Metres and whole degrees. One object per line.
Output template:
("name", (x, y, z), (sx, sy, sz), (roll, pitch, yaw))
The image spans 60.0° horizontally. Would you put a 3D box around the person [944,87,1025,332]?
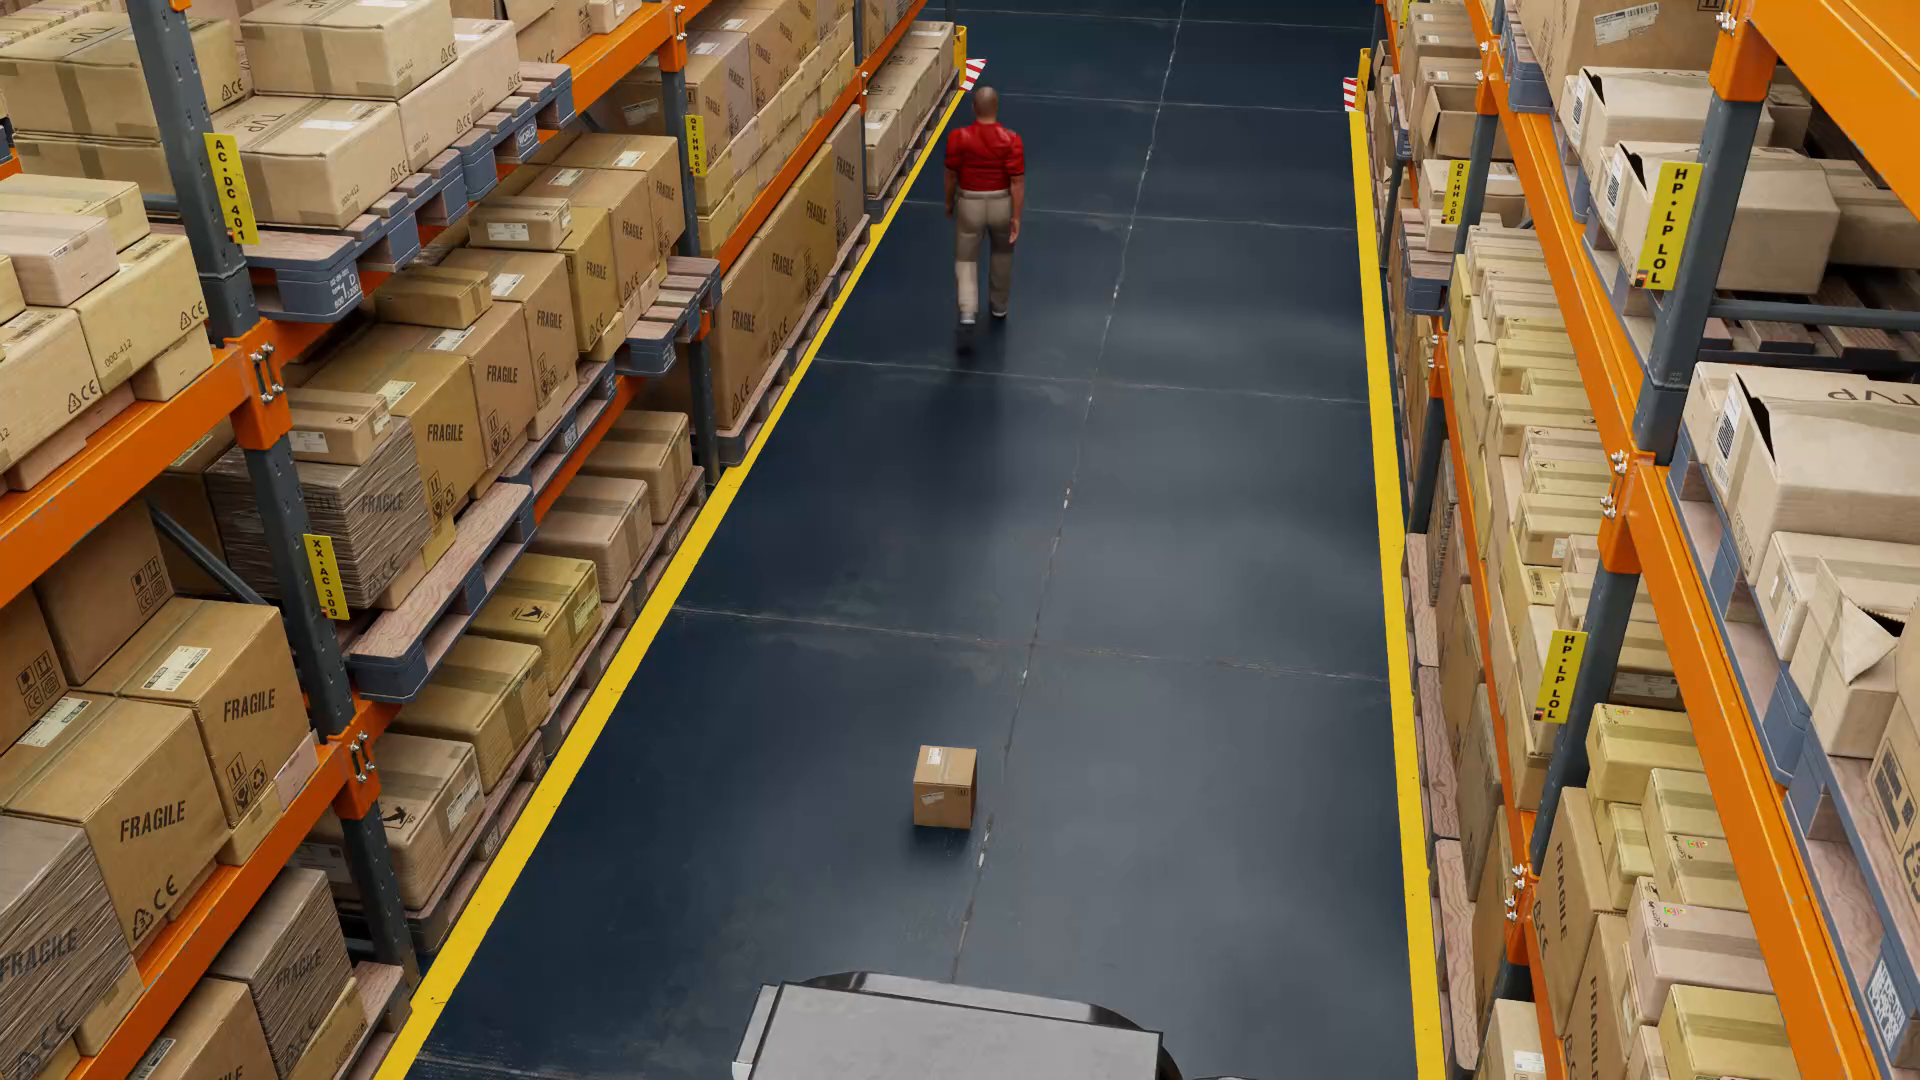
("person", (0.162, -2.218, 11.167), (0.538, 1.685, 0.901), (1, 32, 1))
